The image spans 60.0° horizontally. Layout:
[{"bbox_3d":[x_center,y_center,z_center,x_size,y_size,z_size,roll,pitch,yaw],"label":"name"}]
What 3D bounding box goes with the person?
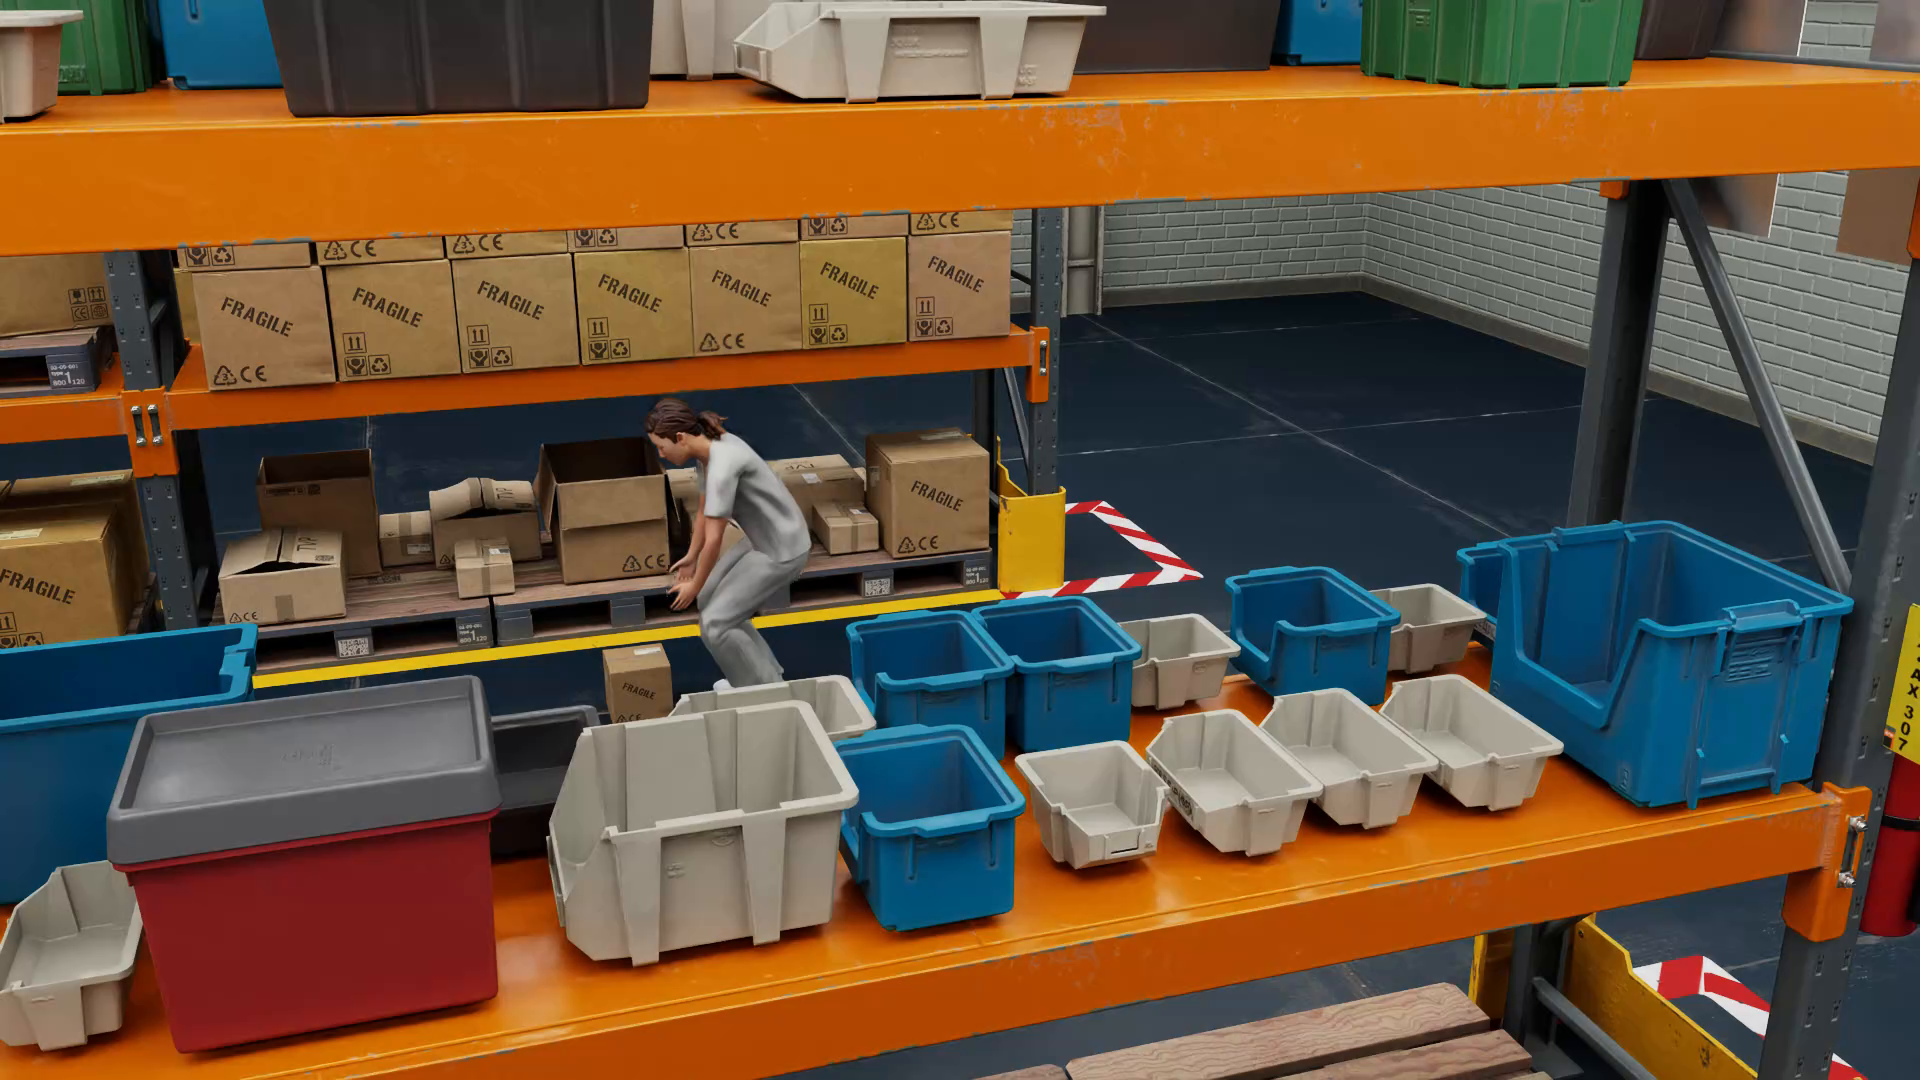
[{"bbox_3d":[-0.936,0.070,6.853,0.652,1.362,0.491,-3,20,-10],"label":"person"}]
